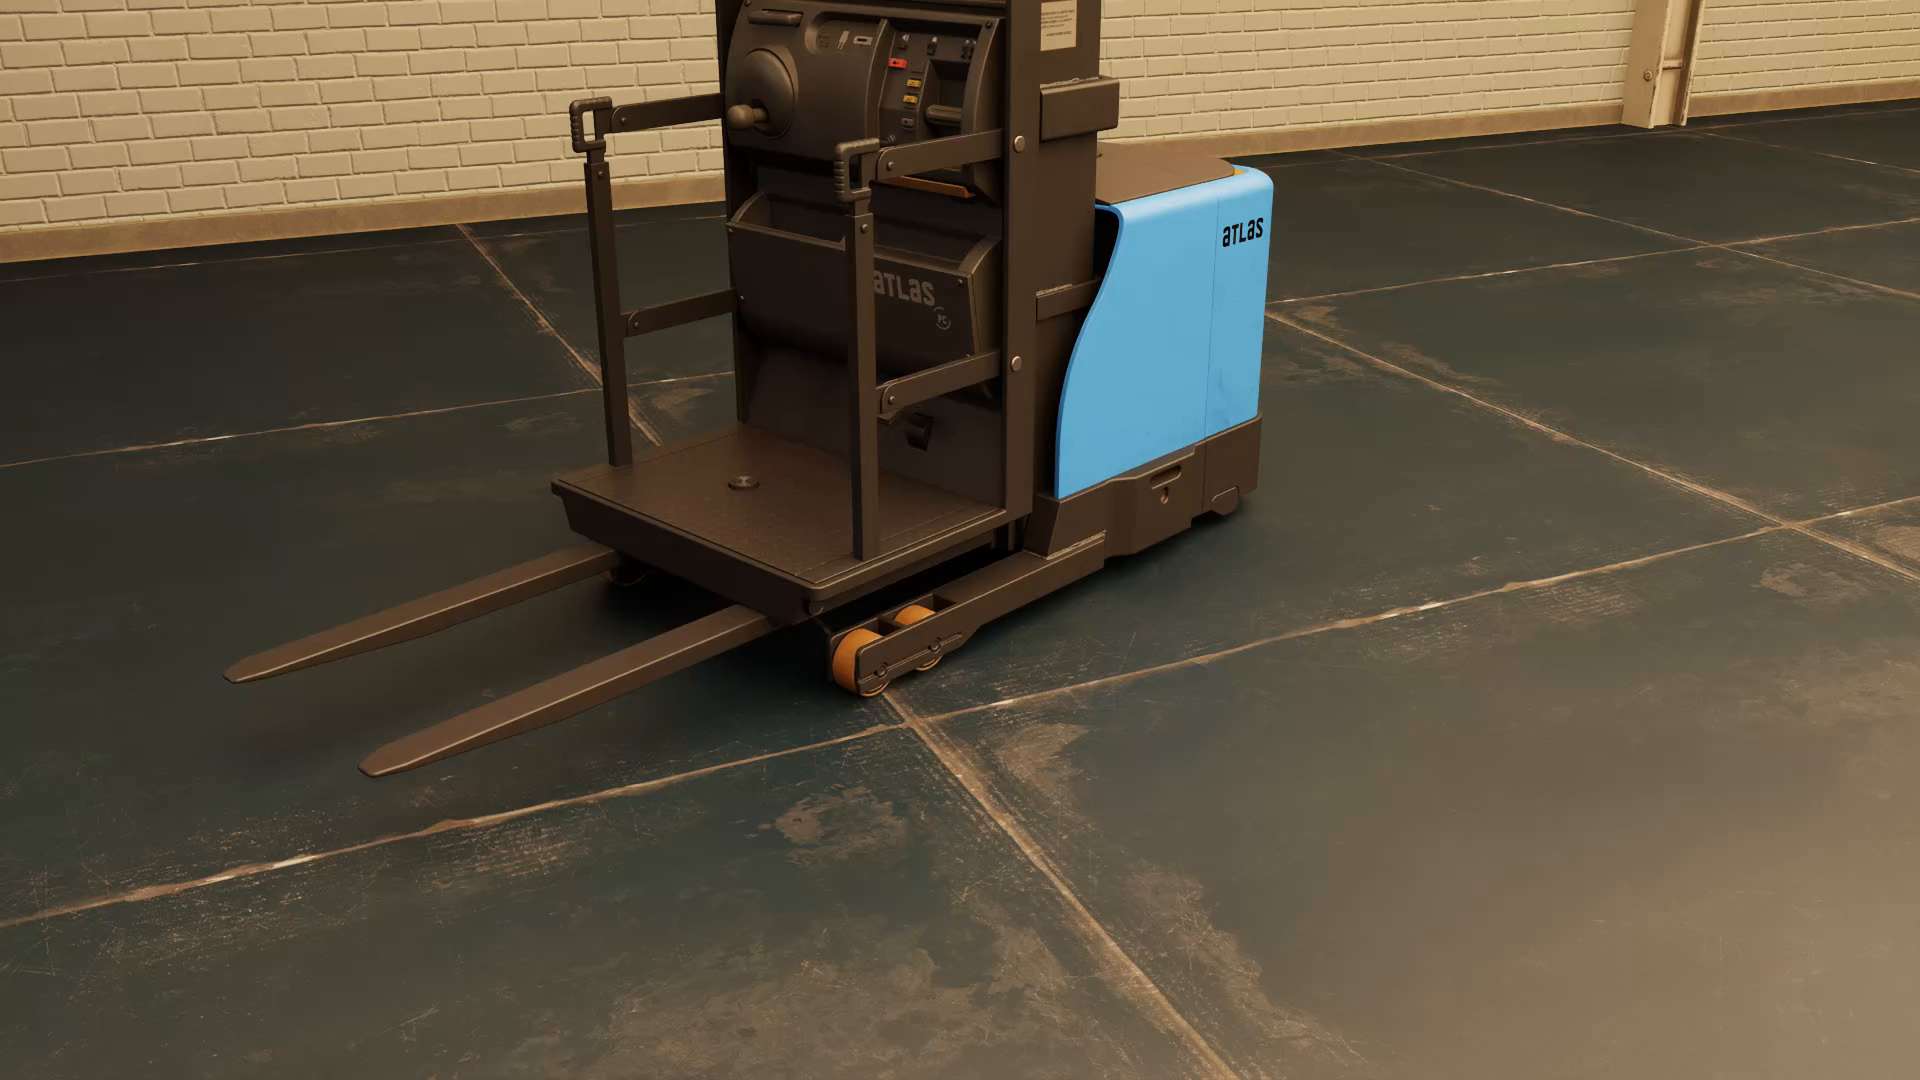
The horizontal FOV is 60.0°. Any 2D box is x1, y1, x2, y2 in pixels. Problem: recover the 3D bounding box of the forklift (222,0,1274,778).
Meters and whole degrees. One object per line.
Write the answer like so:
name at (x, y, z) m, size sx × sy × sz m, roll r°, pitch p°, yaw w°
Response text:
forklift at (-0.413, -1.182, 4.131) m, size 1.130 × 2.935 × 3.031 m, roll 19°, pitch 29°, yaw 39°
